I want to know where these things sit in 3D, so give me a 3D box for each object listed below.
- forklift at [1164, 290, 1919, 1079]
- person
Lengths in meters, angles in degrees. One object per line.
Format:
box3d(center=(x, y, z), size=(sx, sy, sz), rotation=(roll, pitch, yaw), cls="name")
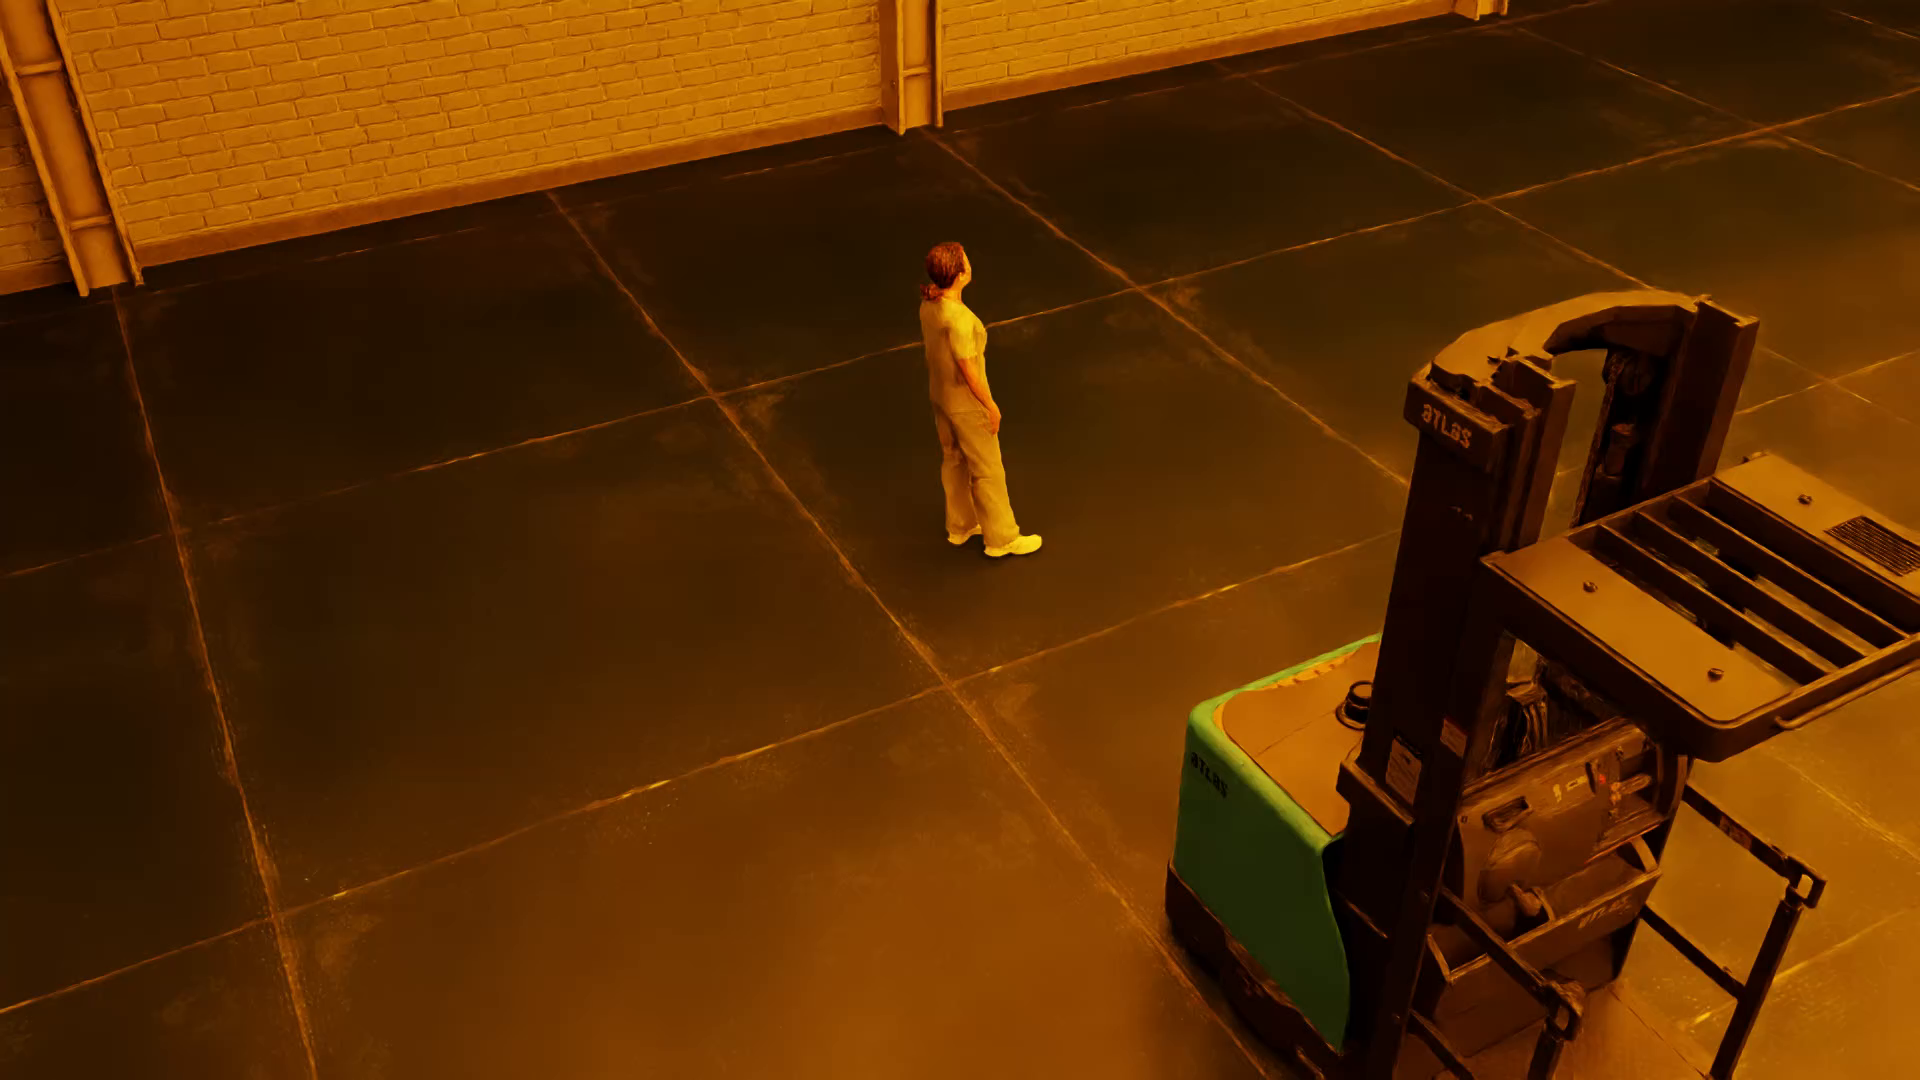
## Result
box3d(center=(1.957, 0.886, 4.870), size=(1.130, 2.935, 3.031), rotation=(-18, 39, -23), cls="forklift")
box3d(center=(0.071, -0.703, 8.193), size=(0.548, 1.674, 0.550), rotation=(-17, 39, -23), cls="person")
